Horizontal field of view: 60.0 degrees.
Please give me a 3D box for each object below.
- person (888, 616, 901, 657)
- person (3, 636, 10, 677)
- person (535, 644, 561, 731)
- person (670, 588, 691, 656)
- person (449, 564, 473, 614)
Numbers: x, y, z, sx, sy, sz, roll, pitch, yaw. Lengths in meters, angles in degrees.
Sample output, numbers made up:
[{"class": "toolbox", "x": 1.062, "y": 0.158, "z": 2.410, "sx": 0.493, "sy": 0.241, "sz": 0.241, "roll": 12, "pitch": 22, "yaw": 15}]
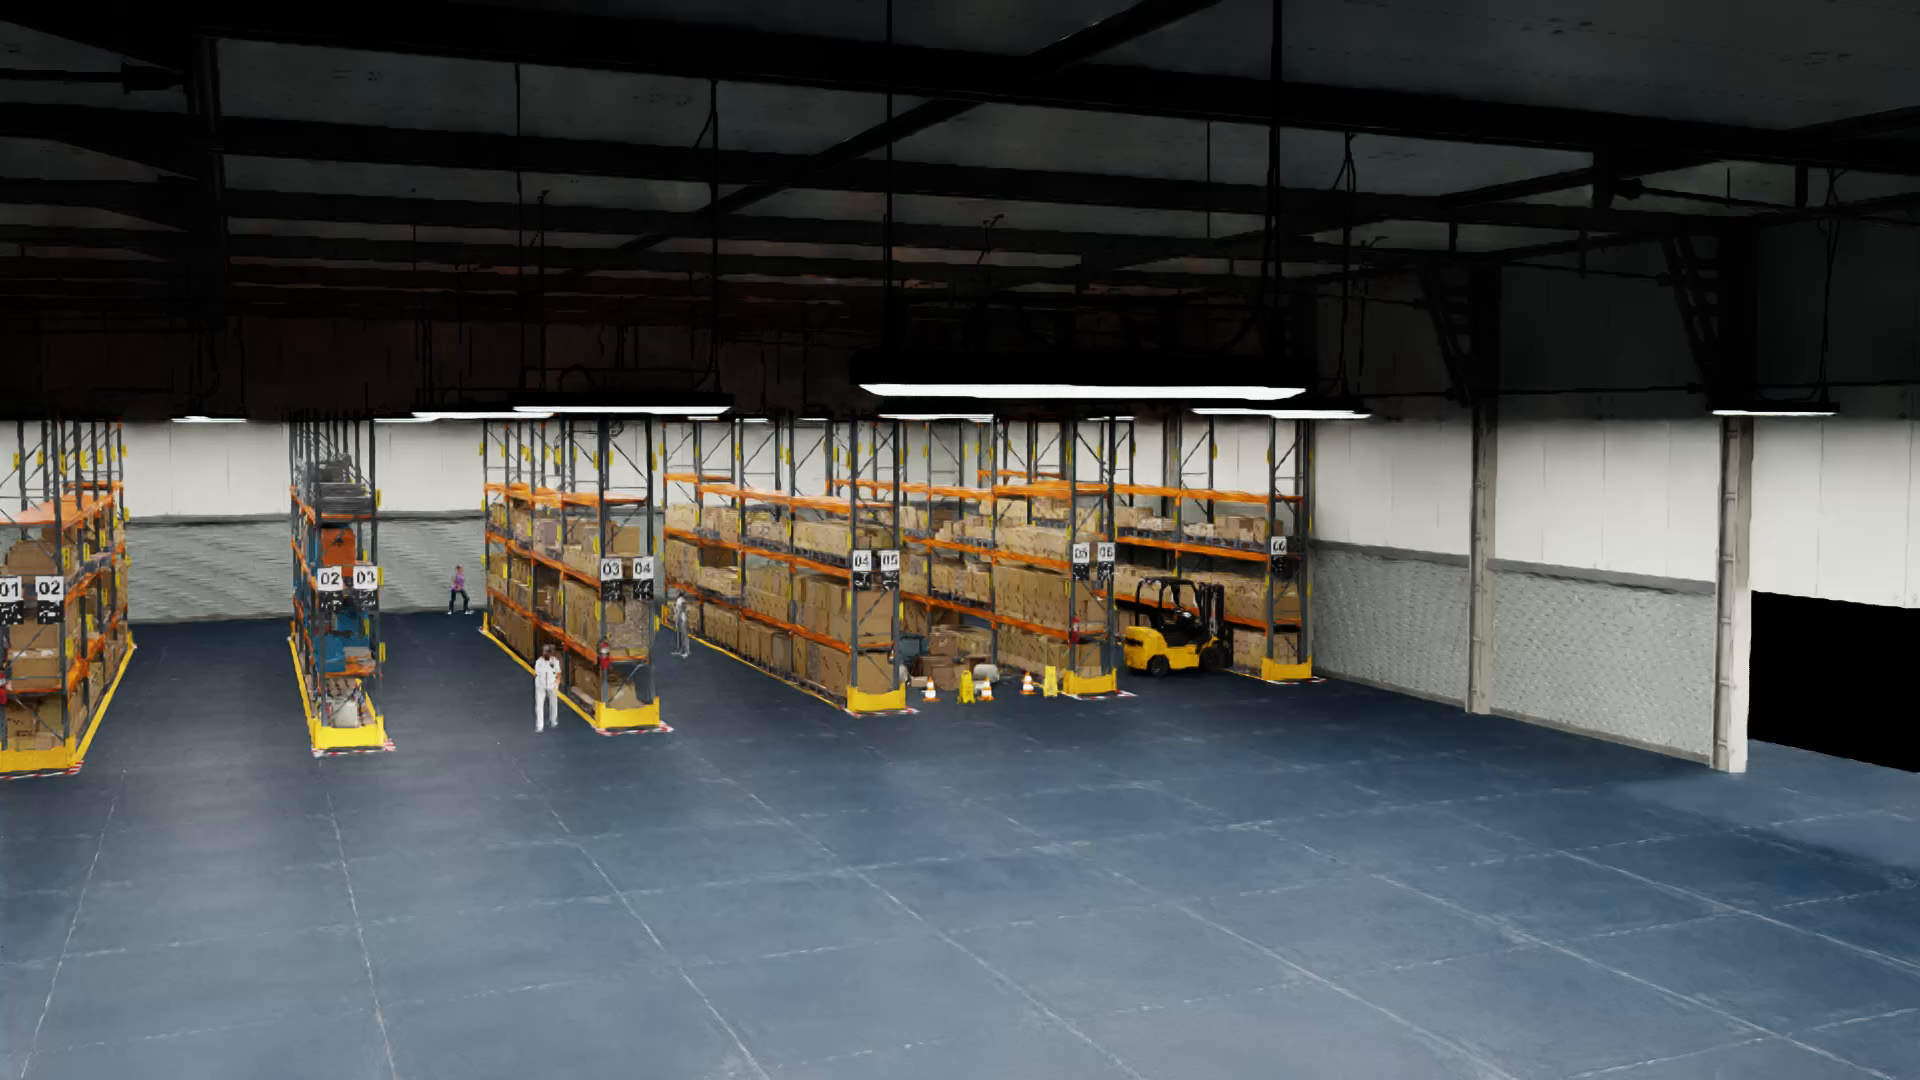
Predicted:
[{"class": "person", "x": -1.642, "y": 2.054, "z": 40.413, "sx": 0.545, "sy": 1.652, "sz": 0.574, "roll": 0, "pitch": 4, "yaw": 5}, {"class": "person", "x": -19.896, "y": 2.538, "z": 34.236, "sx": 0.625, "sy": 1.593, "sz": 0.517, "roll": -2, "pitch": 4, "yaw": -25}, {"class": "person", "x": -7.692, "y": 2.736, "z": 31.036, "sx": 0.478, "sy": 1.596, "sz": 1.004, "roll": -1, "pitch": 4, "yaw": -14}, {"class": "person", "x": -6.902, "y": 2.005, "z": 40.981, "sx": 0.539, "sy": 1.664, "sz": 0.573, "roll": 0, "pitch": 4, "yaw": 0}, {"class": "person", "x": -15.022, "y": 1.460, "z": 49.834, "sx": 0.572, "sy": 1.533, "sz": 0.755, "roll": -4, "pitch": 6, "yaw": -44}]
